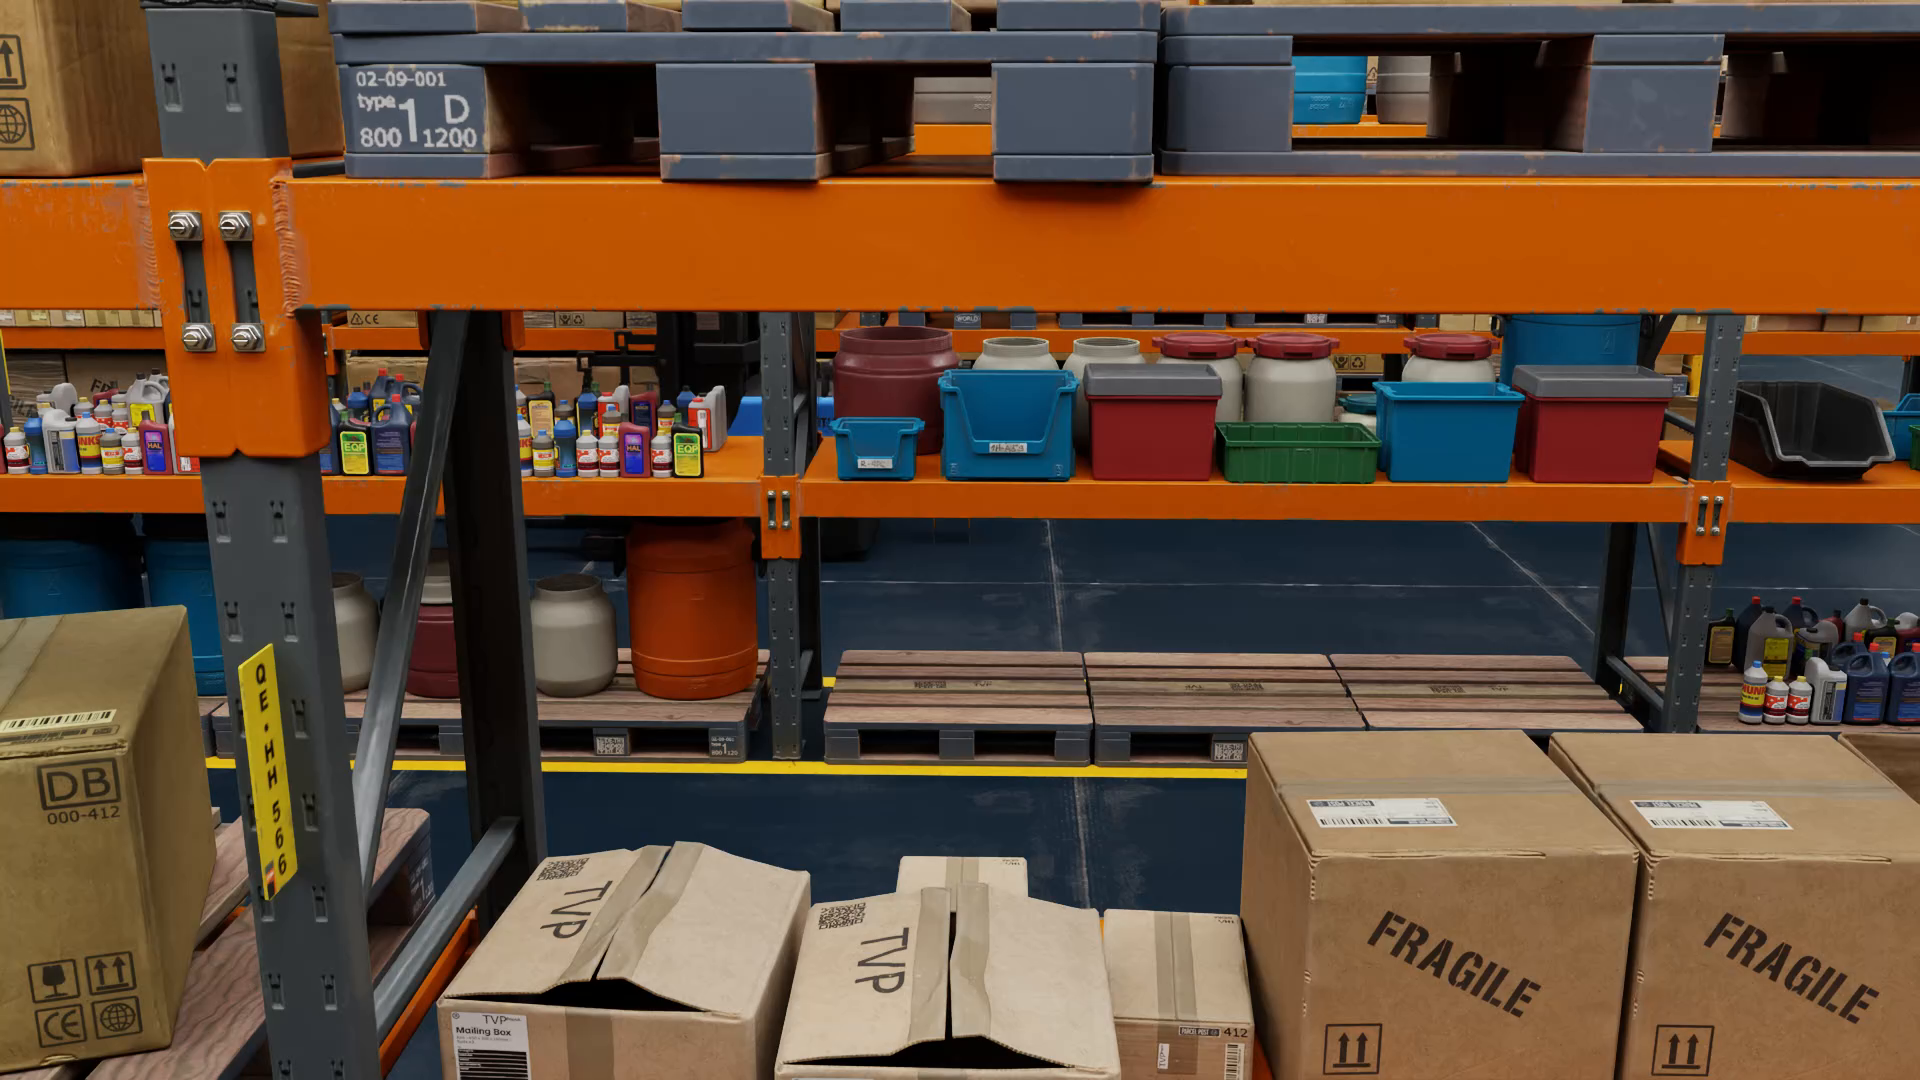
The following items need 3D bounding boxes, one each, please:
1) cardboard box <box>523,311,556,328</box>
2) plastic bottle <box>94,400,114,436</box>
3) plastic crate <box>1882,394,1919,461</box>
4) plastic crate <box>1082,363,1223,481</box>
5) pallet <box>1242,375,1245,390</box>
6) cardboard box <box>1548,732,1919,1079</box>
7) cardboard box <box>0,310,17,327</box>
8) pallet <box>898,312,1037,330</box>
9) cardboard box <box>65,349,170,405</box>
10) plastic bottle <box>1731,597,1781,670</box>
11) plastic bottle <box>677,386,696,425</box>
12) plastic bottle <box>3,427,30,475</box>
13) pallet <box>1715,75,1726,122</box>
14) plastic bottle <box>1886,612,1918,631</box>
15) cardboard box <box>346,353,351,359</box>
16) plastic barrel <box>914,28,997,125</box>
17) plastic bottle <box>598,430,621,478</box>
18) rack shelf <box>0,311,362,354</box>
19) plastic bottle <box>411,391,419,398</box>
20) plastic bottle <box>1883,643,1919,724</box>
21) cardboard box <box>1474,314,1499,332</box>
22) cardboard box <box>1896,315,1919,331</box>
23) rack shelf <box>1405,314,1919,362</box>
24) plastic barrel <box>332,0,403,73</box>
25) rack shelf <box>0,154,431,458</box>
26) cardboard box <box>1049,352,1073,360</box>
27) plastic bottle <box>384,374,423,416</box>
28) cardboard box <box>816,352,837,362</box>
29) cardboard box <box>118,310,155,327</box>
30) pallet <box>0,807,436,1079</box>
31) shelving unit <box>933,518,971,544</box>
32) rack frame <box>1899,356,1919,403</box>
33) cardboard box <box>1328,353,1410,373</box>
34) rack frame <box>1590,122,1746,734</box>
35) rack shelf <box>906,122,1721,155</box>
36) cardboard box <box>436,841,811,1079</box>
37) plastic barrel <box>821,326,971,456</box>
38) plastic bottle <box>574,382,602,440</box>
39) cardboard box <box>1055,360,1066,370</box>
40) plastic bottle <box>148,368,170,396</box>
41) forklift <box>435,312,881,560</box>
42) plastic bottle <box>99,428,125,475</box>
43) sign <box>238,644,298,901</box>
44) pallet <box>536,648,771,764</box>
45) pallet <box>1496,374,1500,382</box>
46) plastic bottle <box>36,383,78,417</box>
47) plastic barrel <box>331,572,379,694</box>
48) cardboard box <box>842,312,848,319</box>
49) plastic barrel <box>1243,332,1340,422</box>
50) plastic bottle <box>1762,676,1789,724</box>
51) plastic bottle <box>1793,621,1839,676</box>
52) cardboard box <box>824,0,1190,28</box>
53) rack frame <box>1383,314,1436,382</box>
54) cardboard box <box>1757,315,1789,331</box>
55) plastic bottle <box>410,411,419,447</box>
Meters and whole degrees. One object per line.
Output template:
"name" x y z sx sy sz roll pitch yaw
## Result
"cardboard box" -3.189 -1.839 12.236 0.500 0.500 0.500 0 15 0
"plastic bottle" -4.122 -0.575 8.028 0.097 0.201 0.097 0 15 0
"plastic crate" 4.338 -0.539 7.795 0.616 0.251 0.499 0 15 1
"plastic crate" 0.834 -0.517 7.296 0.583 0.464 0.402 0 15 1
"pallet" 2.806 -1.714 17.422 1.213 0.211 1.003 0 15 1
"cardboard box" 1.300 0.650 2.800 0.500 0.500 0.500 0 15 2
"cardboard box" -7.013 -1.675 12.299 0.250 0.149 0.380 0 15 1
"pallet" 0.068 -1.768 12.537 1.003 0.211 1.213 0 15 1
"cardboard box" -6.203 -1.070 12.859 0.875 0.875 0.875 0 15 1
"plastic bottle" 3.876 0.450 8.085 0.185 0.351 0.144 0 15 0
"plastic bottle" -1.313 -0.606 8.008 0.097 0.271 0.097 0 15 0
"plastic bottle" -4.167 -0.397 7.354 0.097 0.201 0.097 0 15 0
"pallet" 3.949 -1.928 7.259 1.003 0.211 1.213 0 15 1
"plastic bottle" 4.553 0.491 8.074 0.135 0.276 0.152 1 15 2
"cardboard box" -6.354 -1.887 17.379 0.250 0.149 0.380 0 15 1
"plastic barrel" 0.042 -2.207 6.963 0.600 0.901 0.600 0 15 0
"plastic bottle" -1.534 -0.380 7.289 0.097 0.201 0.097 0 15 0
"rack shelf" -6.645 -1.529 12.667 4.000 0.370 1.077 0 15 1
"plastic bottle" -2.584 -0.609 8.013 0.135 0.276 0.152 0 15 1
"plastic bottle" 4.210 0.631 7.397 0.185 0.351 0.144 0 15 -1
"cardboard box" 3.808 -1.608 12.045 0.250 0.149 0.380 0 15 1
"cardboard box" 6.810 -1.616 12.076 0.250 0.149 0.380 0 15 1
"rack shelf" 5.351 -1.451 12.371 4.000 0.370 1.077 0 15 1
"plastic barrel" -2.550 -2.267 7.084 0.433 0.535 0.433 0 15 0
"rack shelf" -2.903 -0.427 2.610 4.000 0.370 1.077 0 15 1
"cardboard box" 1.061 -2.186 17.332 0.750 0.750 1.050 1 15 2
"plastic bottle" -2.613 -0.608 7.861 0.185 0.351 0.144 0 15 1
"cardboard box" -1.336 -1.024 12.682 0.875 0.875 1.225 0 15 -1
"cardboard box" -5.988 -1.668 12.274 0.250 0.149 0.380 1 15 2
"pallet" -1.583 0.794 2.825 1.003 0.211 1.213 0 15 1
"shelving unit" -0.053 -0.508 11.207 0.252 1.050 0.215 0 15 1
"rack frame" 7.350 -1.786 12.229 0.127 3.000 1.000 0 15 1
"cardboard box" 4.206 -2.230 17.254 0.875 0.875 0.875 1 15 2
"rack frame" 3.225 -0.549 7.541 0.127 3.000 1.000 0 15 1
"rack shelf" 1.226 -1.665 7.299 4.000 0.370 1.077 0 15 1
"cardboard box" -0.541 0.745 2.812 0.500 0.311 0.500 1 15 5
"plastic barrel" -0.302 -0.715 7.903 0.708 0.536 0.600 0 15 1
"plastic bottle" -1.793 -0.619 8.036 0.133 0.283 0.061 0 15 1
"cardboard box" 0.554 -1.207 12.603 0.500 0.250 0.500 2 15 8
"plastic bottle" -3.845 -0.655 8.038 0.185 0.351 0.144 0 15 1
"forklift" -2.082 -1.418 10.967 3.031 2.935 1.130 1 15 2
"plastic bottle" -3.741 -0.394 7.343 0.097 0.201 0.097 0 15 0
"sign" -0.908 0.305 2.189 0.005 0.325 0.100 0 15 1
"pallet" -1.563 0.779 7.974 1.213 0.211 1.003 0 15 1
"pallet" 5.560 -1.696 17.354 1.213 0.211 1.003 0 15 1
"plastic bottle" -4.370 -0.621 8.057 0.135 0.276 0.152 0 15 1
"plastic barrel" -2.959 0.438 7.854 0.421 0.512 0.421 0 15 0
"cardboard box" -1.126 -1.959 12.689 0.500 0.500 0.500 1 15 3
"plastic barrel" 1.541 -0.682 7.777 0.433 0.535 0.433 0 15 0
"plastic bottle" 3.634 0.706 7.407 0.097 0.201 0.097 0 15 0
"plastic bottle" 4.089 0.525 7.946 0.135 0.276 0.152 0 15 1
"cardboard box" 0.076 -0.905 2.482 0.500 0.250 0.500 1 15 3
"rack frame" 3.352 -1.812 12.328 0.127 3.000 1.000 0 15 1
"cardboard box" 5.810 -1.618 12.084 0.250 0.149 0.380 0 15 1
"plastic bottle" -2.331 -0.420 7.280 0.133 0.283 0.061 0 15 1
